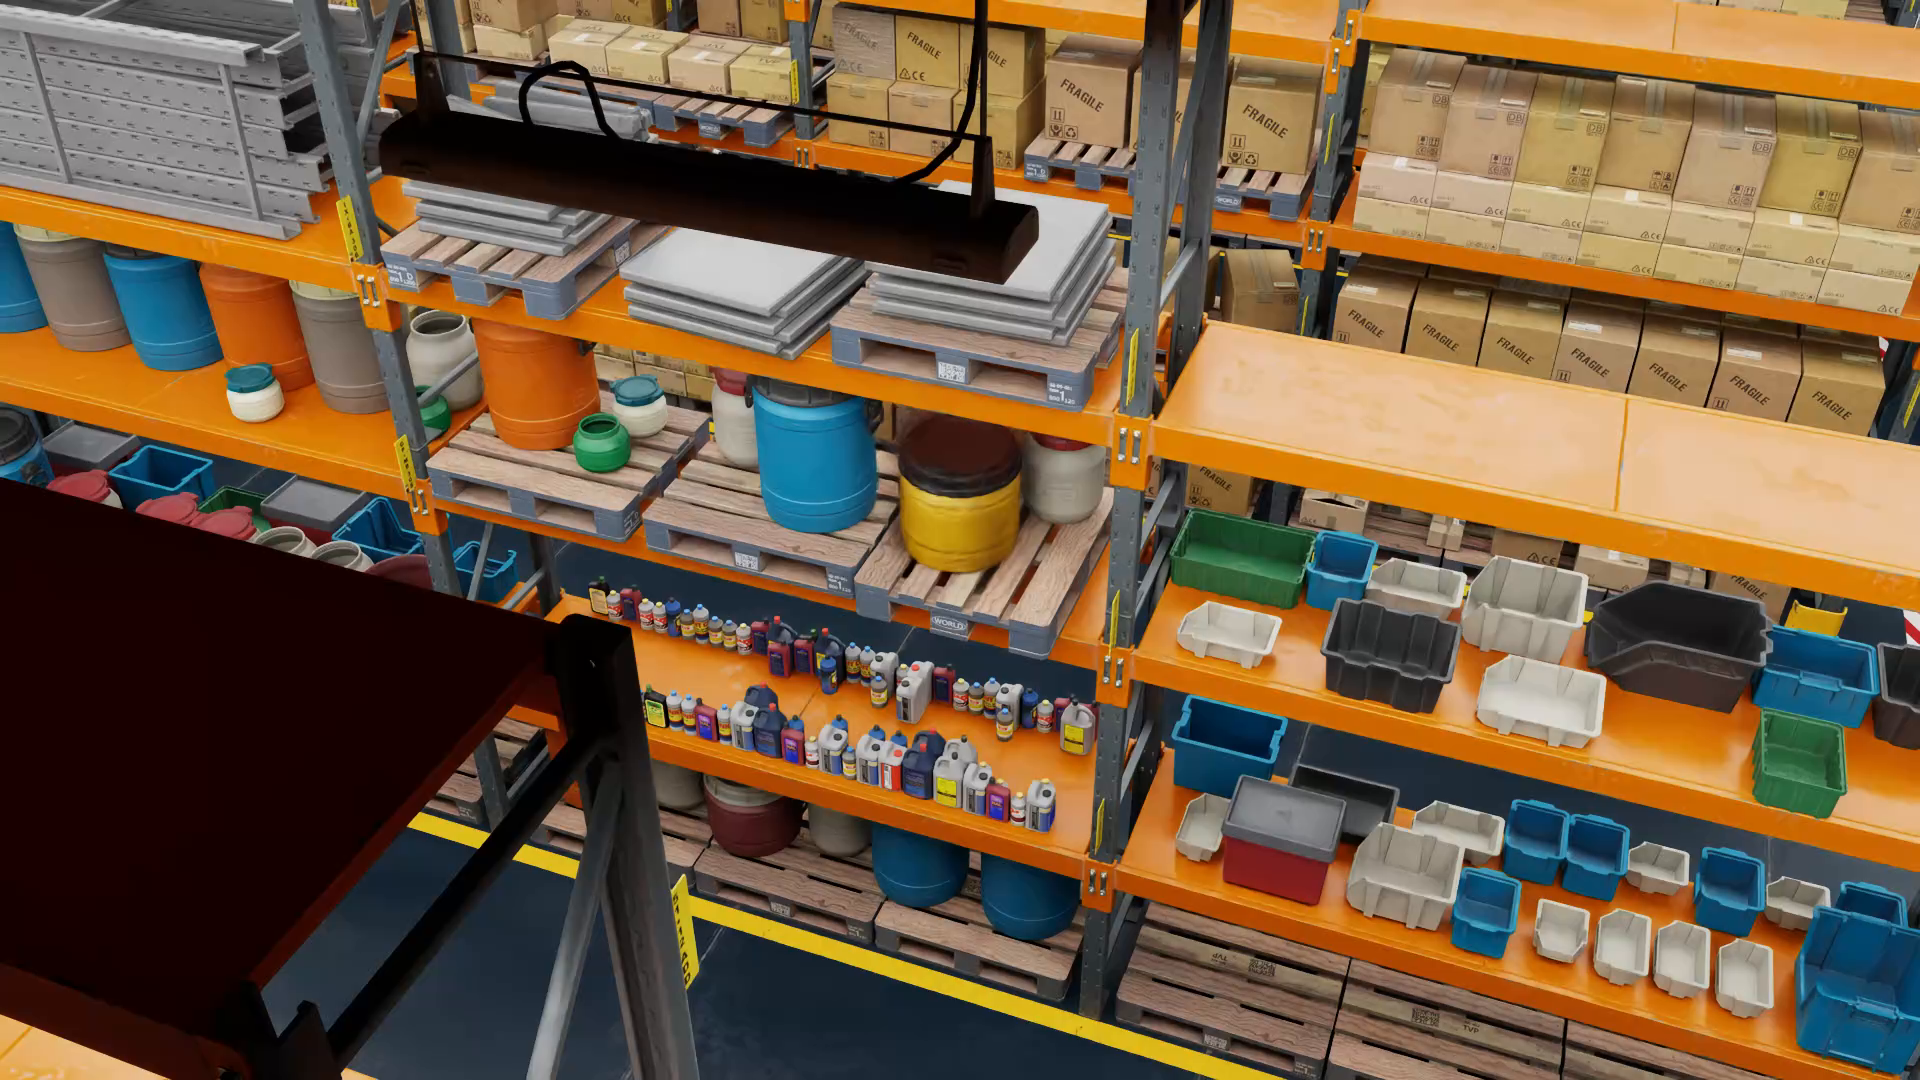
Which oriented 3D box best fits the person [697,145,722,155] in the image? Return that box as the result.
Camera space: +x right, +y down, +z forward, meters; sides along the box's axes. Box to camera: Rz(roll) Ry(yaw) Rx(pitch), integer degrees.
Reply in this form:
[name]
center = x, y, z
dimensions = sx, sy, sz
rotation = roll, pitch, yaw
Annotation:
[person]
center = -2.527, -3.320, 16.467
dimensions = 0.469, 1.672, 0.528
rotation = 19, 40, 24
